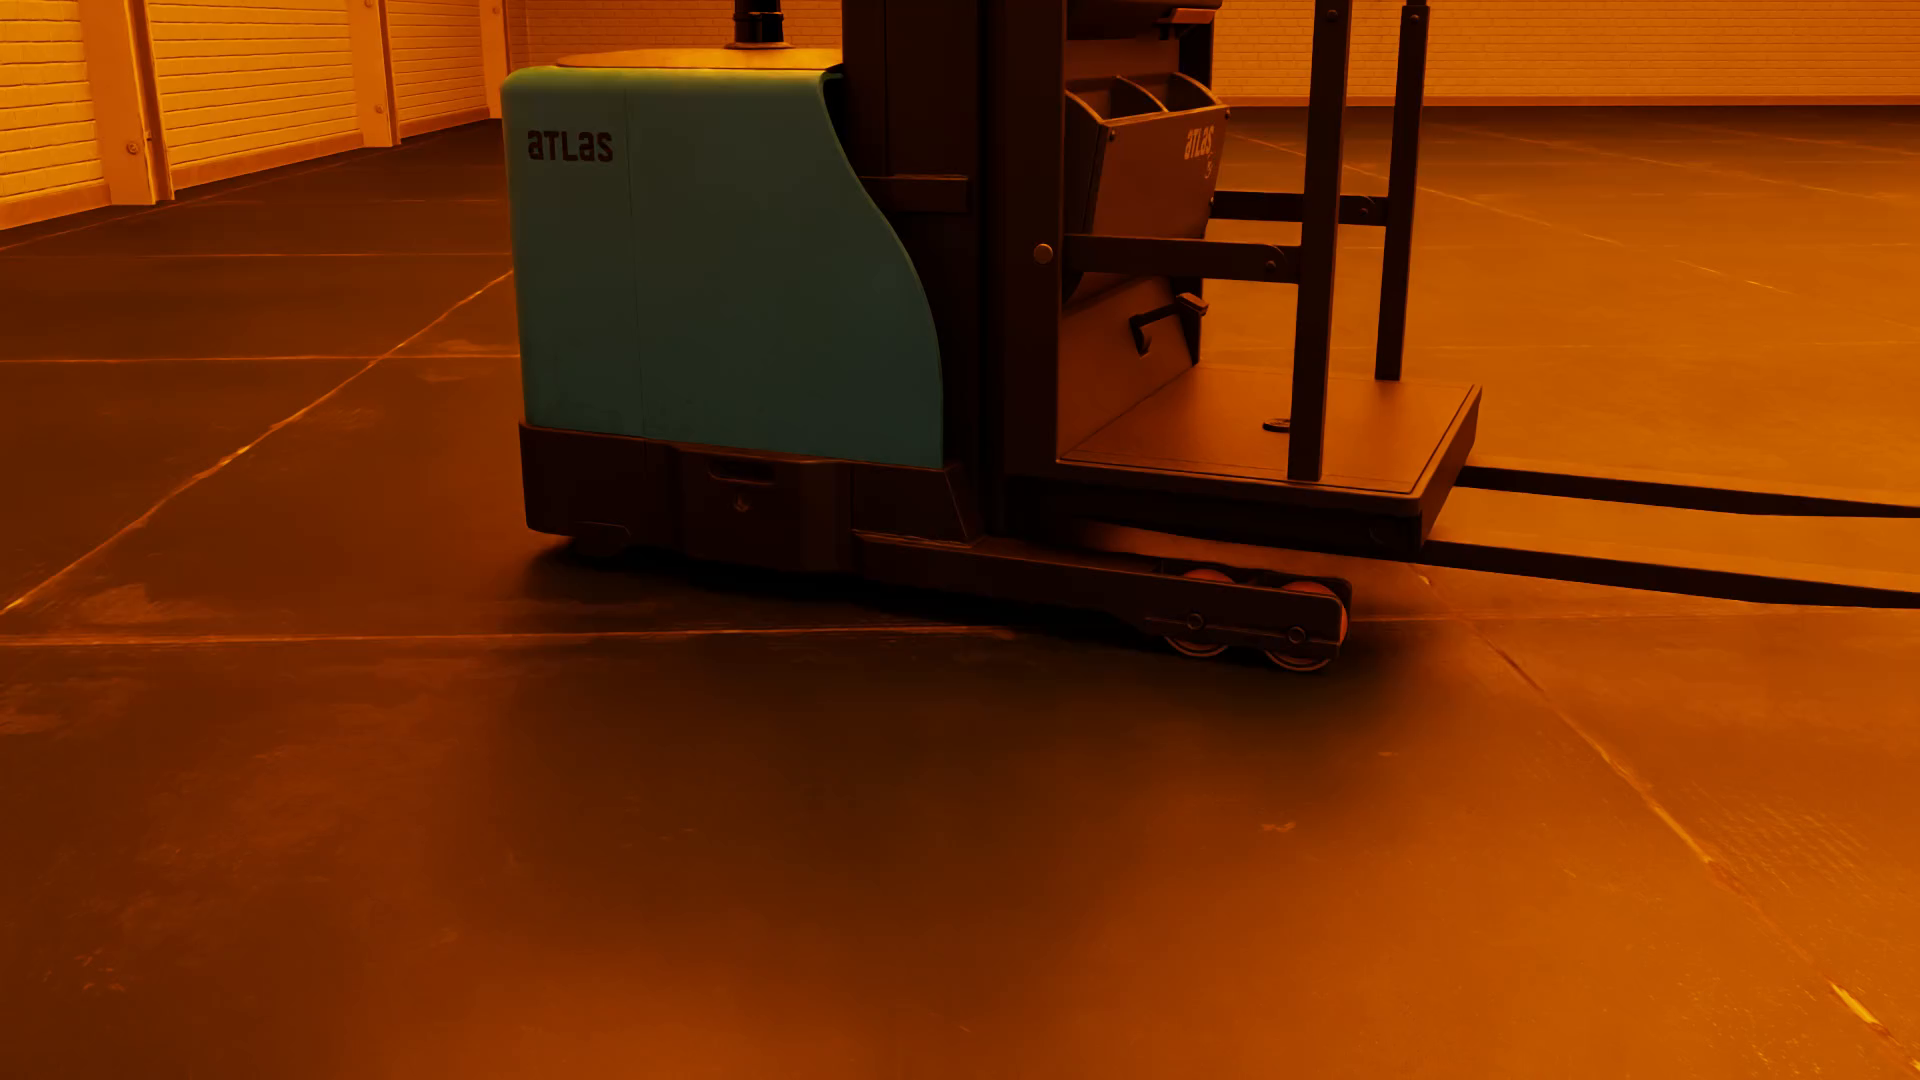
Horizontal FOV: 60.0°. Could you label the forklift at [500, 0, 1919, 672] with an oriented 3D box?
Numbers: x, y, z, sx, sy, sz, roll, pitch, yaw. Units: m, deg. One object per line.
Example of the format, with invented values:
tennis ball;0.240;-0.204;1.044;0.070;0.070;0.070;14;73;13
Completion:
forklift;0.576;-1.332;3.261;3.031;2.935;1.130;7;18;21
